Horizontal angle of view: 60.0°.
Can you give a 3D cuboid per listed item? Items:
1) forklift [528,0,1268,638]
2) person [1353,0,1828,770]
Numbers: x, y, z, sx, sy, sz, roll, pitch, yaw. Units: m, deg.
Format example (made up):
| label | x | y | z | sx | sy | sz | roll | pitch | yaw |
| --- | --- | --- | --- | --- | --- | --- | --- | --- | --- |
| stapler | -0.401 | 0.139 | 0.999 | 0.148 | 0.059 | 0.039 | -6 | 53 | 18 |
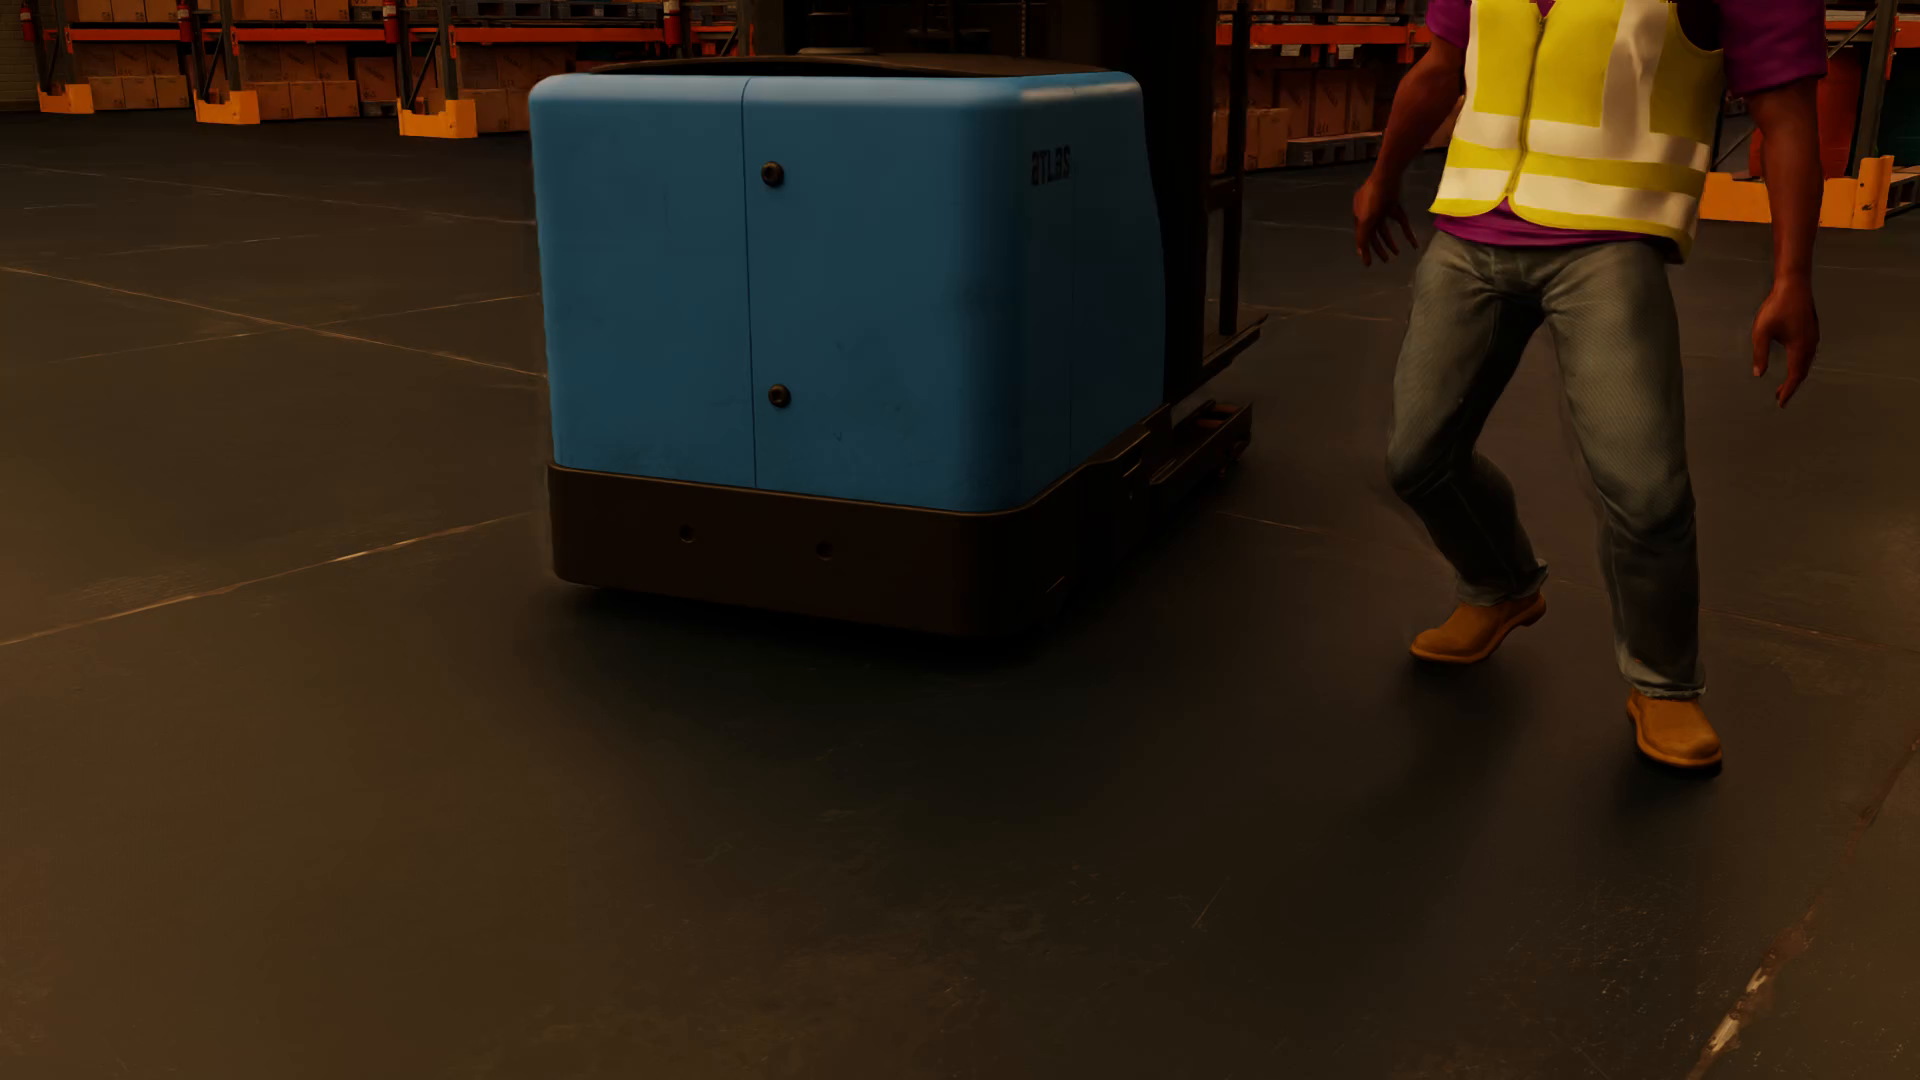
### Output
| label | x | y | z | sx | sy | sz | roll | pitch | yaw |
| --- | --- | --- | --- | --- | --- | --- | --- | --- | --- |
| forklift | 0.177 | -1.605 | 4.184 | 1.130 | 2.935 | 3.031 | 7 | 18 | 21 |
| person | 1.015 | -0.537 | 2.815 | 0.494 | 1.688 | 0.918 | -13 | 21 | -36 |
